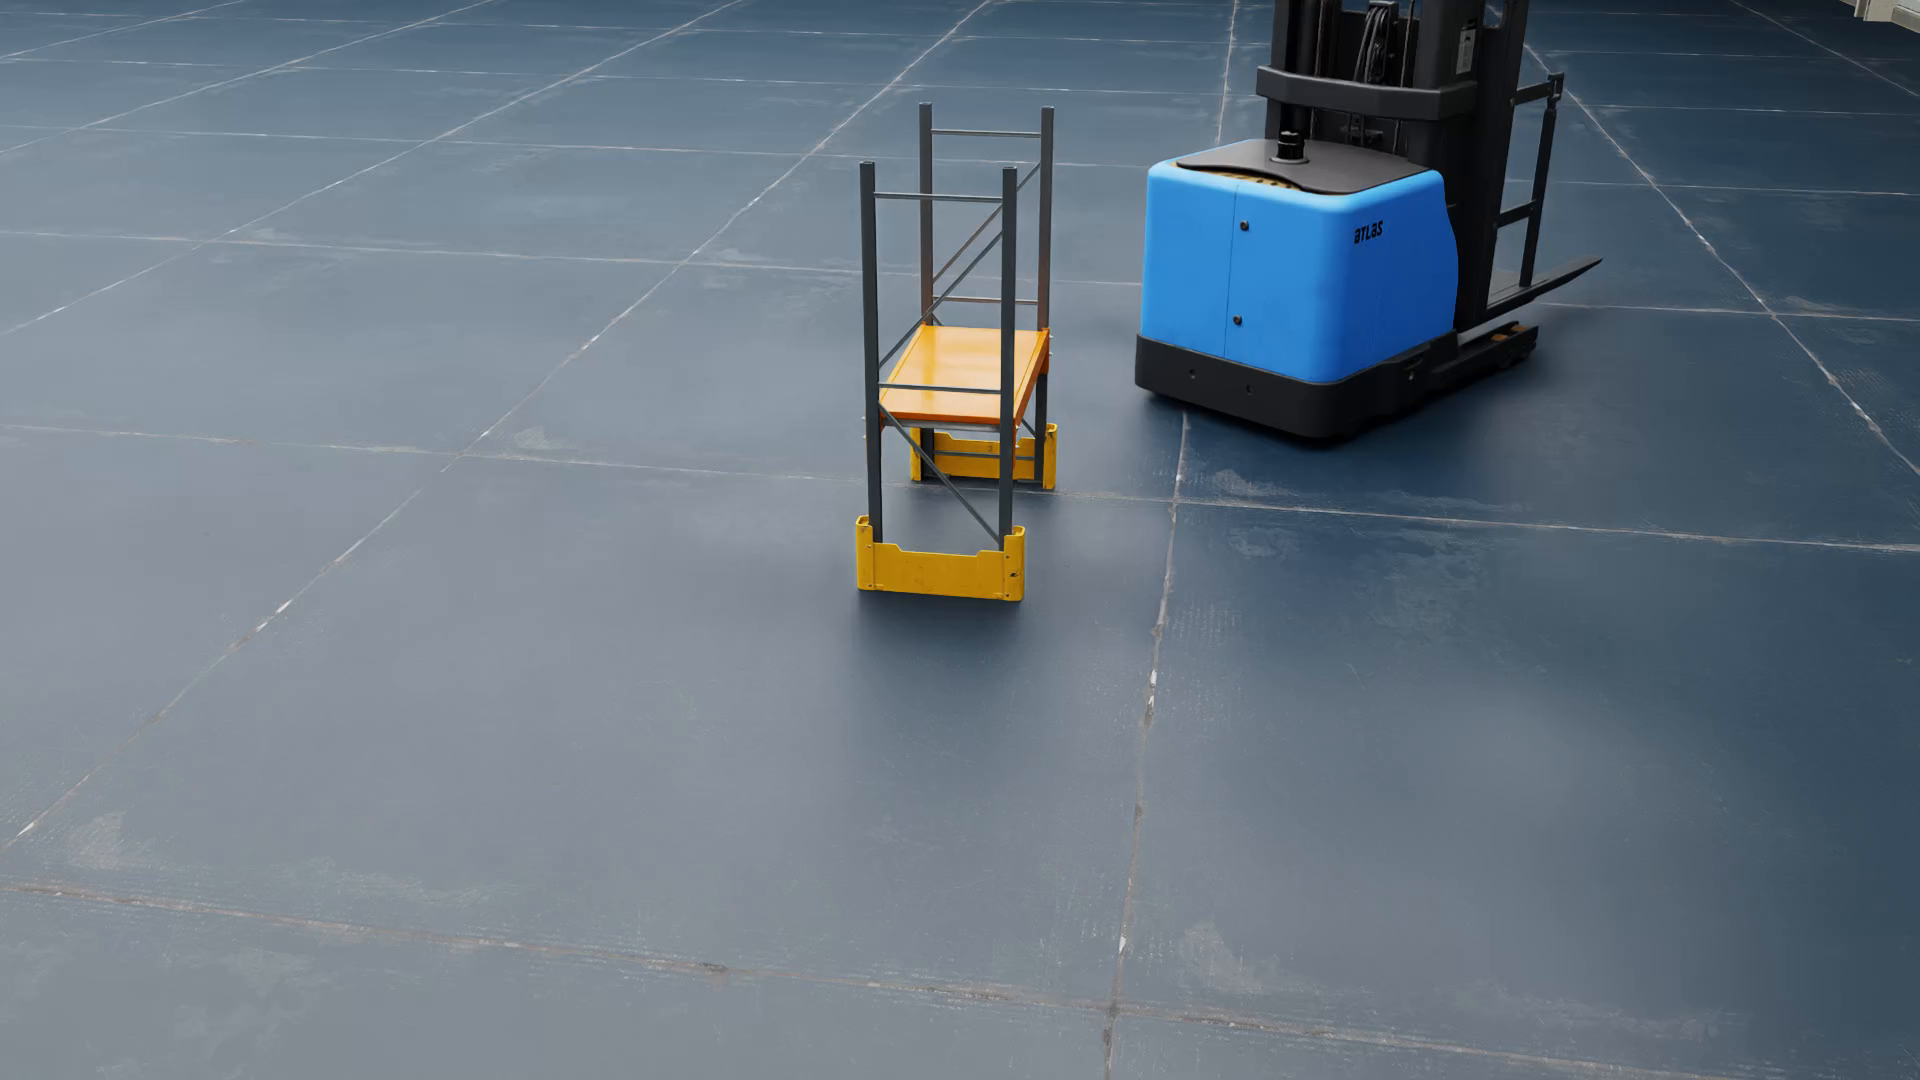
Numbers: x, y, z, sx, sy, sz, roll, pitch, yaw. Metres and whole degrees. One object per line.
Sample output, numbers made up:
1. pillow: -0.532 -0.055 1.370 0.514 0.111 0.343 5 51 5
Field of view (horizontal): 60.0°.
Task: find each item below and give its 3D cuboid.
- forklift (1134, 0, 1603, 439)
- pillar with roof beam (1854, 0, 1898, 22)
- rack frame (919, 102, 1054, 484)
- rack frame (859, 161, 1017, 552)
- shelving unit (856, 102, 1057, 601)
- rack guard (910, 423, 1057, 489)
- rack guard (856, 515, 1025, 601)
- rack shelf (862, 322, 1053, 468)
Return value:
1. forklift: 2.183 -2.288 7.682 1.130 2.935 3.031 22 33 39
2. pillar with roof beam: 6.144 -10.301 17.641 9.100 9.000 0.400 4 25 9
3. rack frame: 0.097 -0.928 6.462 0.500 1.500 0.032 4 25 9
4. rack frame: -0.069 -0.502 5.554 0.500 1.500 0.032 4 25 9
5. shelving unit: 0.012 -0.711 6.000 0.587 1.500 1.083 4 25 9
6. rack guard: 0.094 -0.353 6.710 0.587 0.250 0.087 4 25 9
7. rack guard: -0.069 0.063 5.820 0.587 0.250 0.087 4 25 9
8. rack shelf: 0.014 -0.552 6.085 0.538 0.185 1.000 4 25 9
